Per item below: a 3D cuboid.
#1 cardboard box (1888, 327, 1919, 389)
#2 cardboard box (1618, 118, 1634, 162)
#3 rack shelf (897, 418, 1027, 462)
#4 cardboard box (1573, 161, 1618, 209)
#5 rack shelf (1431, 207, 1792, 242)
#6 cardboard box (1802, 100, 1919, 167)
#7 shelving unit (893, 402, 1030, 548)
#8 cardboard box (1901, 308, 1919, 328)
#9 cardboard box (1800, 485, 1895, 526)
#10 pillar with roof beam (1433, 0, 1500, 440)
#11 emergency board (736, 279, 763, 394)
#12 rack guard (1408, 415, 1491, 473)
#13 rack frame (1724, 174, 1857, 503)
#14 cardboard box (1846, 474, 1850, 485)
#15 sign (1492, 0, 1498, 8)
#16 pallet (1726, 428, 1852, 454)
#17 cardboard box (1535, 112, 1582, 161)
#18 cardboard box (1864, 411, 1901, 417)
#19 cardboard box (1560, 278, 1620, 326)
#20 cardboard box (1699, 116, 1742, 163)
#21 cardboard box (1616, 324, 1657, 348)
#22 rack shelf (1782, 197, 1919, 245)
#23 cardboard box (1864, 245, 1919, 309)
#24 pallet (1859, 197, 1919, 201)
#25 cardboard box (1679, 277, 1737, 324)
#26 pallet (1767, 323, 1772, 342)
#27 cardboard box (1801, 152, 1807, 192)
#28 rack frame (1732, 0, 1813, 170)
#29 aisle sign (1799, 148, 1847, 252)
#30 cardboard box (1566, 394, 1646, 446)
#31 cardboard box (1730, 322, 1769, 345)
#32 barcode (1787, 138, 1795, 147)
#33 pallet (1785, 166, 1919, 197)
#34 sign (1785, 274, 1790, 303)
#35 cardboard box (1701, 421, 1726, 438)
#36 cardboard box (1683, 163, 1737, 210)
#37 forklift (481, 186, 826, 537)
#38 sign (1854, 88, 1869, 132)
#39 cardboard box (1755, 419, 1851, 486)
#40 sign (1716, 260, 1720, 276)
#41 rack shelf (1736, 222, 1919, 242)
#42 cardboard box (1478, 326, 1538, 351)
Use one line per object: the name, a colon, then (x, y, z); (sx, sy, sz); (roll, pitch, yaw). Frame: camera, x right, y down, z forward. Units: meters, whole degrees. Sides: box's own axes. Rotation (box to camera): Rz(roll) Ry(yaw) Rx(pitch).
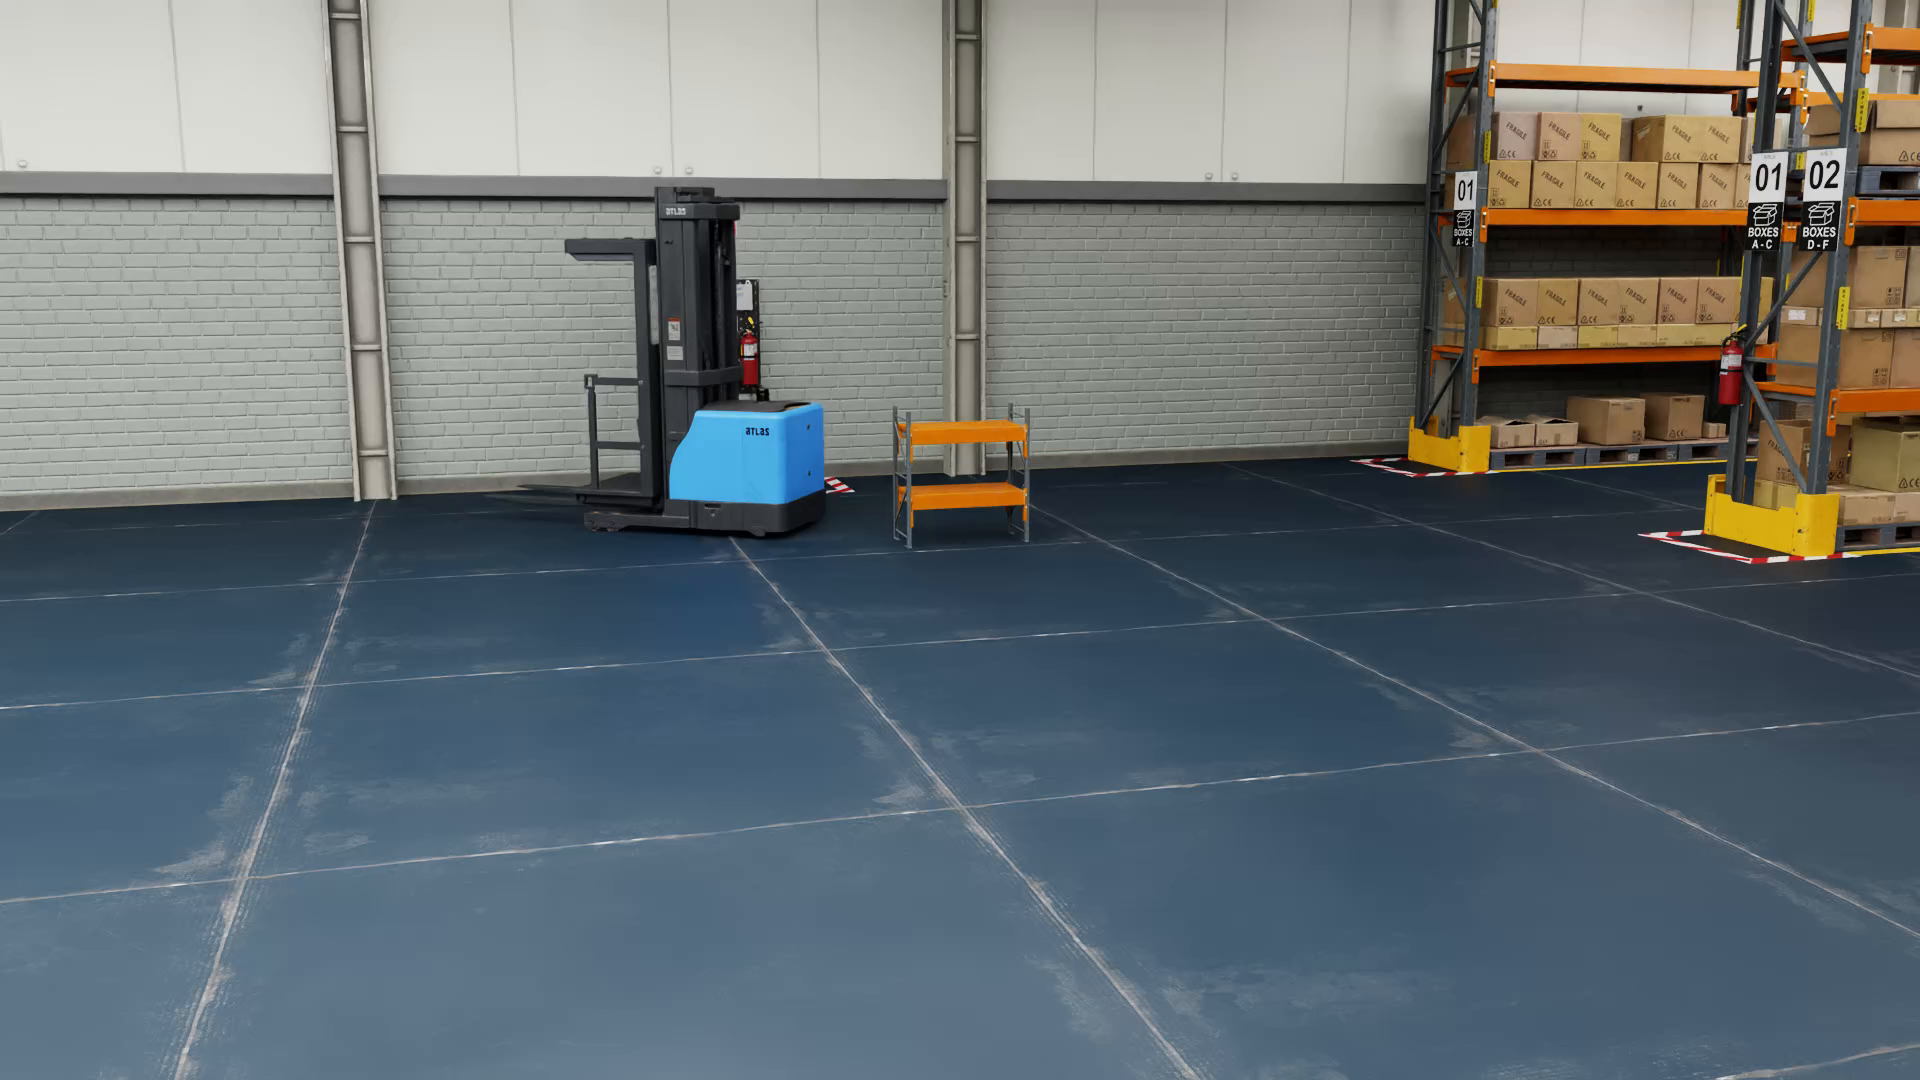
cardboard box: (7.719, -1.547, 13.888); (0.500, 0.500, 0.700); (-3, 11, -14)
cardboard box: (7.203, -4.478, 18.707); (0.500, 0.500, 0.500); (-3, 11, -16)
rack shelf: (0.006, -0.841, 13.893); (1.000, 0.278, 0.538); (-3, 11, -16)
cardboard box: (6.790, -3.865, 18.142); (0.500, 0.500, 0.500); (-2, 11, -13)
rack shelf: (7.297, -3.532, 18.652); (4.000, 0.370, 1.077); (-3, 11, -16)
cardboard box: (7.318, -3.279, 13.454); (0.637, 0.503, 0.797); (-2, 11, -12)
shelving unit: (0.006, -0.554, 13.946); (1.048, 1.125, 0.538); (-3, 11, -16)
cardboard box: (7.694, -1.826, 13.611); (0.250, 0.149, 0.380); (-3, 11, -16)
cardboard box: (7.342, -0.292, 13.780); (0.500, 0.250, 0.500); (-3, 11, -16)
pillar with roof beam: (7.010, -4.698, 14.710); (0.400, 9.000, 9.100); (-3, 11, -16)
emergency board: (-2.337, -2.074, 17.025); (0.643, 1.169, 0.194); (-3, 11, -16)
rack guard: (5.449, -1.084, 18.556); (0.348, 0.500, 1.175); (-3, 11, -16)
rack frame: (6.765, -1.449, 13.632); (0.127, 3.000, 1.000); (-3, 11, -16)
cardboard box: (7.674, -0.409, 14.418); (0.500, 0.250, 0.500); (-3, 11, -16)
sign: (5.528, -5.664, 17.161); (0.005, 0.325, 0.100); (-3, 11, -16)
pallet: (9.964, -1.181, 19.876); (1.213, 0.211, 1.003); (-3, 11, -16)
cardboard box: (6.310, -4.330, 17.902); (0.500, 0.500, 0.500); (-3, 11, -17)
cardboard box: (10.902, -1.593, 20.104); (0.500, 0.500, 0.700); (-3, 11, -15)
cardboard box: (6.894, -2.635, 18.362); (0.500, 0.500, 0.500); (-3, 11, -18)
cardboard box: (8.286, -4.436, 18.480); (0.500, 0.500, 0.500); (-2, 11, -13)
cardboard box: (7.405, -2.294, 18.582); (0.500, 0.250, 0.500); (-3, 11, -15)
rack shelf: (8.685, -2.672, 13.975); (4.000, 0.370, 1.077); (-3, 11, -16)
cardboard box: (7.771, -2.188, 13.786); (0.500, 0.500, 0.700); (-3, 11, -17)
pallet: (10.835, -3.961, 19.511); (1.003, 0.211, 1.213); (-3, 11, -16)
cardboard box: (8.372, -2.713, 18.788); (0.500, 0.500, 0.500); (-3, 11, -16)
pallet: (9.992, -2.431, 19.498); (1.213, 0.211, 1.003); (-3, 11, -16)
cardboard box: (9.764, -4.257, 19.164); (0.500, 0.500, 0.500); (-1, 11, -8)
rack frame: (9.217, -5.463, 18.865); (0.127, 3.000, 1.000); (-3, 11, -16)
aisle sign: (6.787, -2.671, 13.089); (0.004, 0.787, 0.394); (-3, 11, -16)
cardboard box: (7.332, -1.374, 18.912); (0.500, 0.500, 0.700); (-4, 11, -20)
cardboard box: (8.847, -2.372, 19.004); (0.500, 0.250, 0.500); (-3, 11, -16)
barcode: (6.920, -3.309, 13.846); (0.075, 0.075, 0.001); (-3, 11, -16)
pallet: (7.451, -2.912, 13.538); (1.213, 0.211, 1.003); (-3, 11, -16)
sign: (9.376, -2.844, 18.820); (0.005, 0.325, 0.100); (-3, 11, -16)
cardboard box: (8.712, -1.303, 19.450); (0.250, 0.166, 0.380); (-5, 11, -23)
cardboard box: (8.312, -3.955, 18.627); (0.500, 0.500, 0.500); (-4, 11, -21)
forklift: (-2.772, -1.599, 14.639); (3.031, 2.935, 1.130); (3, 11, 17)
sign: (6.914, -3.296, 12.748); (0.005, 0.325, 0.100); (-3, 11, -16)
cardboard box: (7.196, -0.751, 14.203); (0.500, 0.500, 0.500); (-3, 11, -16)
sign: (9.058, -3.178, 19.826); (0.005, 0.325, 0.100); (-3, 11, -16)
rack shelf: (11.137, -3.735, 19.752); (4.000, 0.370, 1.077); (-3, 11, -16)
cardboard box: (5.934, -2.215, 18.155); (0.500, 0.250, 0.500); (-3, 11, -18)
